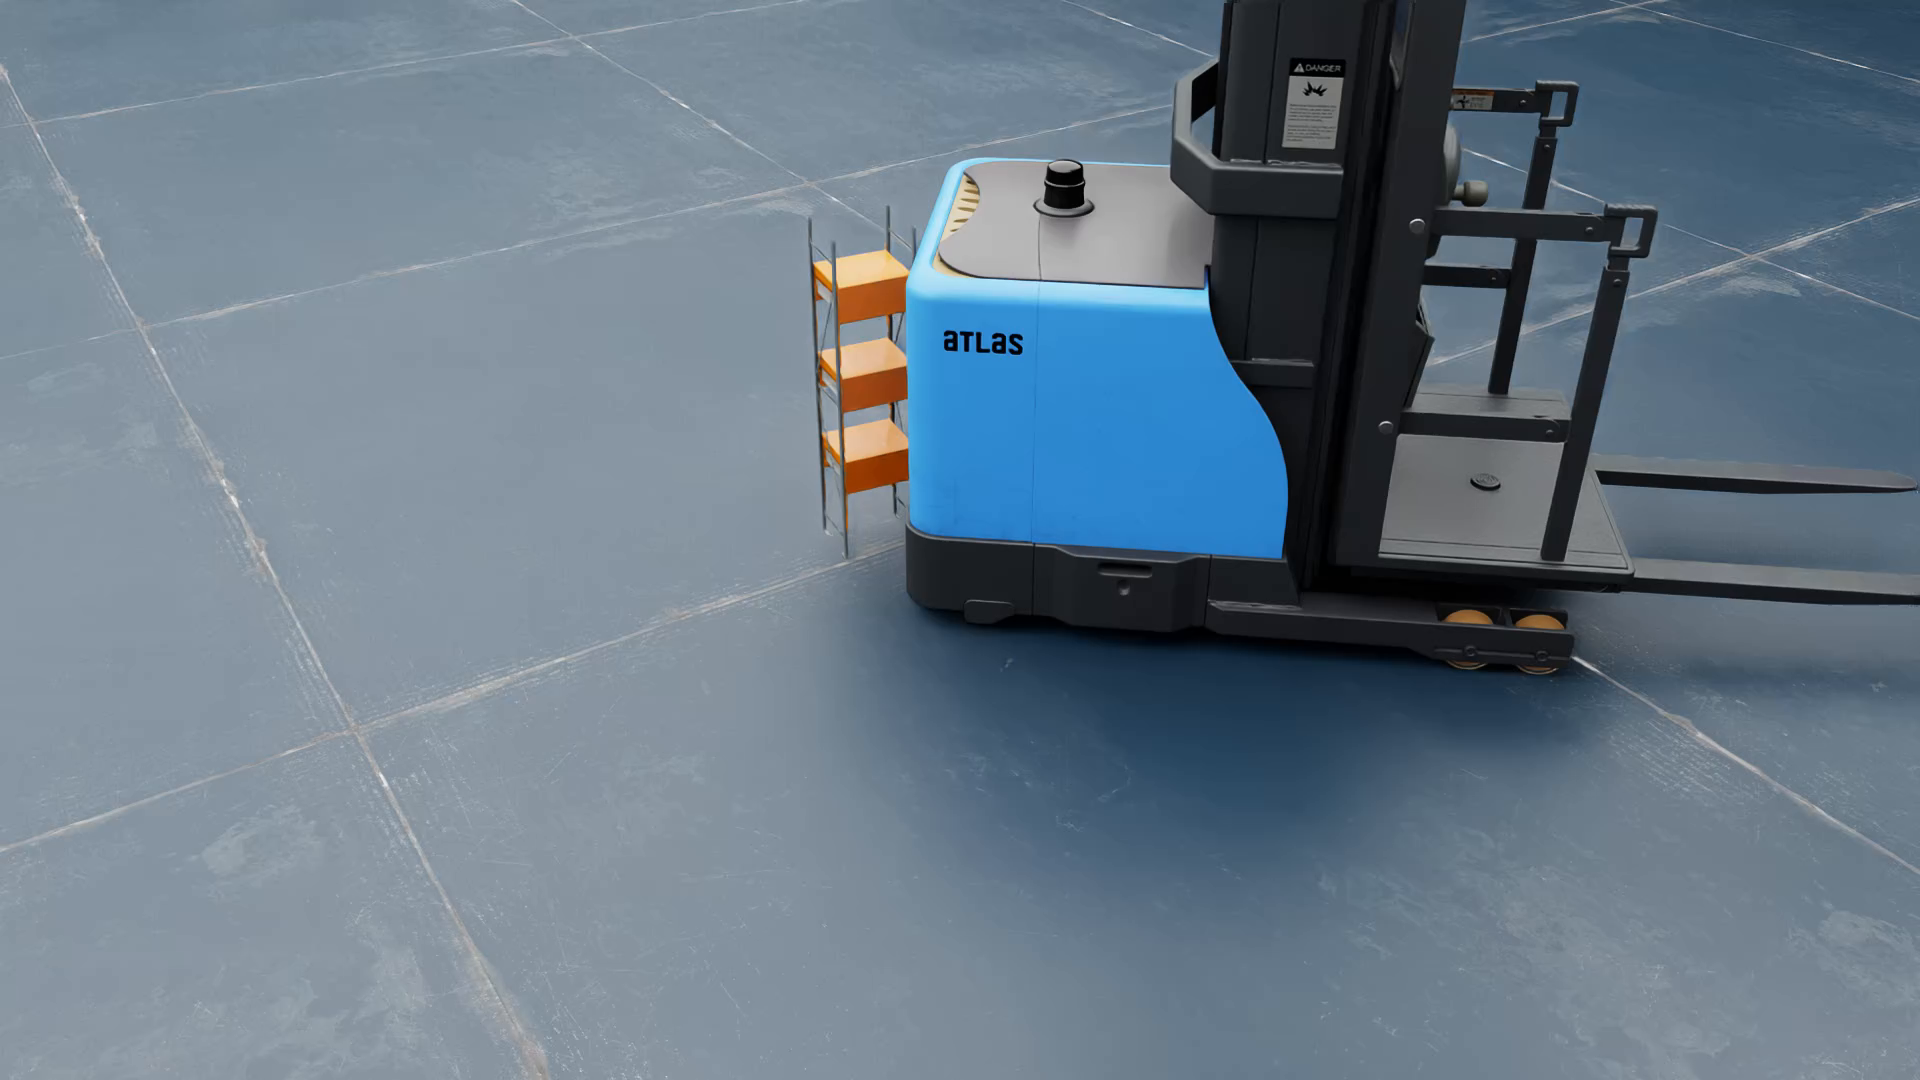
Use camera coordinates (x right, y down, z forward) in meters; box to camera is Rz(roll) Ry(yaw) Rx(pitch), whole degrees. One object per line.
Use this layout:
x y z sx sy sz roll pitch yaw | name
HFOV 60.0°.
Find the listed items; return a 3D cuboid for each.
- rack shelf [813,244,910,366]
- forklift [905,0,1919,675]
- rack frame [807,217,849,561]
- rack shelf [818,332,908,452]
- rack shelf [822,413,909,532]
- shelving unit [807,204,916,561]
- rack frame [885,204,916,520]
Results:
-0.281 -0.687 4.842 0.240 0.259 0.215 -14 35 -21 | rack shelf
1.399 -1.165 4.350 3.031 2.935 1.130 4 32 6 | forklift
-0.391 -0.427 4.944 0.008 1.050 0.200 -14 35 -21 | rack frame
-0.281 -0.447 4.994 0.240 0.259 0.215 -14 35 -21 | rack shelf
-0.281 -0.212 5.142 0.240 0.259 0.215 -14 35 -21 | rack shelf
-0.281 -0.456 4.988 0.252 1.050 0.215 -14 35 -21 | shelving unit
-0.171 -0.484 5.033 0.008 1.050 0.200 -14 35 -21 | rack frame
